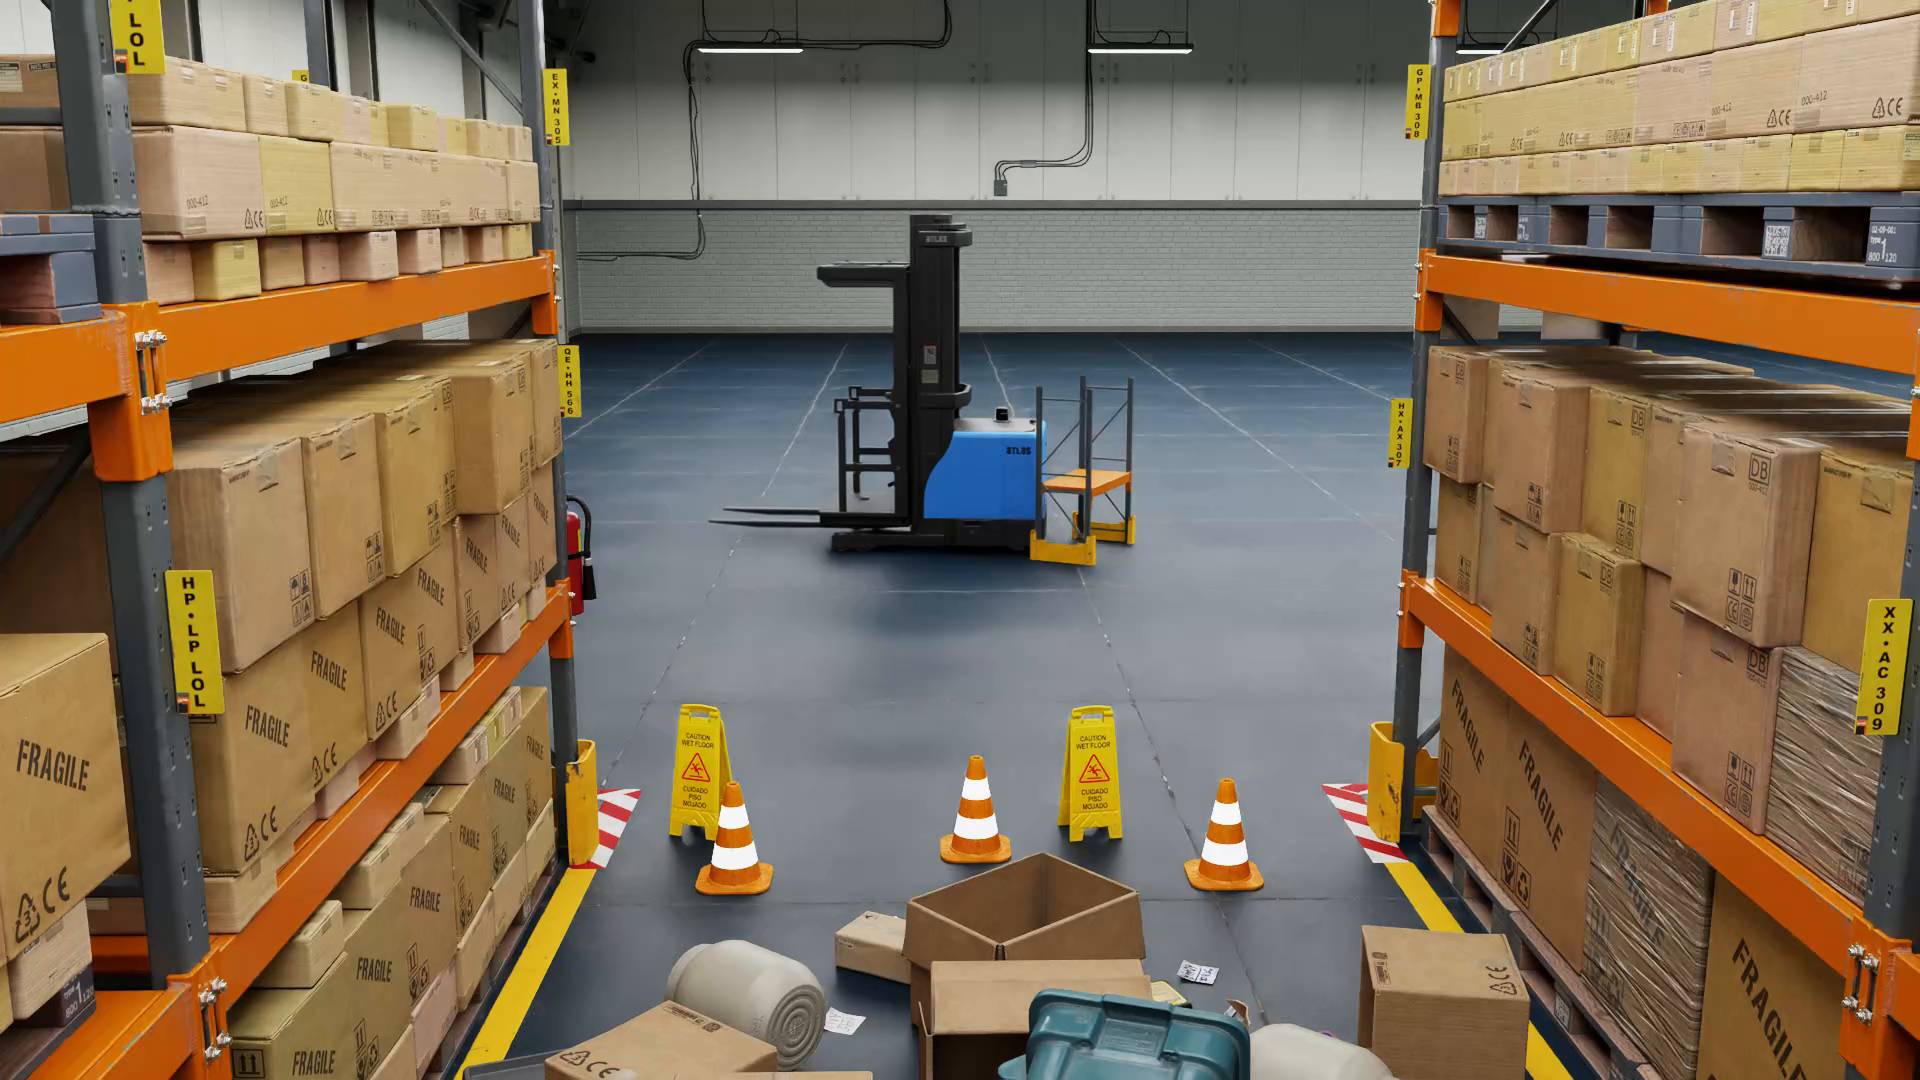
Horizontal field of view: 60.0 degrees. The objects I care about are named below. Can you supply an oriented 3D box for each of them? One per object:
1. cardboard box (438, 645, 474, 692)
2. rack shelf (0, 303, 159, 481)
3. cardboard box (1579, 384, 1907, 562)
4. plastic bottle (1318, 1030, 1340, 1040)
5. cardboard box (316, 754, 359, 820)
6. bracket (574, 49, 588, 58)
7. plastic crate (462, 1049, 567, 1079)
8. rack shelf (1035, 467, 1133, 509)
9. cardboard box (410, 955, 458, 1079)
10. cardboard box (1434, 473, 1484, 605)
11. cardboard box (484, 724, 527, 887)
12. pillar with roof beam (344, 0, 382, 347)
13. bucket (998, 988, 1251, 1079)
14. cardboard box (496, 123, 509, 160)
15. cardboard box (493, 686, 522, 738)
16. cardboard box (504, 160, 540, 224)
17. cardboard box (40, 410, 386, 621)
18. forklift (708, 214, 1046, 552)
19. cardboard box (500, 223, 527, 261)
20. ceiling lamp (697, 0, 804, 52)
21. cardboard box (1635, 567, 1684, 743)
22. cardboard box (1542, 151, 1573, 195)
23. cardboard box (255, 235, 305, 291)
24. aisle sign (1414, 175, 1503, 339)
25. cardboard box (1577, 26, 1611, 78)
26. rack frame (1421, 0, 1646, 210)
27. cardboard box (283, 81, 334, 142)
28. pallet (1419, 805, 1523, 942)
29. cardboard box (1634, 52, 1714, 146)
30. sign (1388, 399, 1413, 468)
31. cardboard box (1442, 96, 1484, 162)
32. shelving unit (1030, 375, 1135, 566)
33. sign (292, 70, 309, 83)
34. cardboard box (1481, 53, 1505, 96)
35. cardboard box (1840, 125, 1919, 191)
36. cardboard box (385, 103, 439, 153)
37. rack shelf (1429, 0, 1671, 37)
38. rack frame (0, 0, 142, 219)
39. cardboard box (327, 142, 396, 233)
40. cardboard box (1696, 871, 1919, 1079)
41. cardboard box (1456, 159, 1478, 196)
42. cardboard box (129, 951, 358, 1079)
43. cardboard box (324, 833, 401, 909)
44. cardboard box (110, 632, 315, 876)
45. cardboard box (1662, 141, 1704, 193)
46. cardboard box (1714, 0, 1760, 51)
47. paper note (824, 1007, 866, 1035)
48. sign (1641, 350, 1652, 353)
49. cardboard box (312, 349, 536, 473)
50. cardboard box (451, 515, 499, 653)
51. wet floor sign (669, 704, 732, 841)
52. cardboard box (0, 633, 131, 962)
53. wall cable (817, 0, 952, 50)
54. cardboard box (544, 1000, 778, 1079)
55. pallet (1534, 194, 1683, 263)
[{"bbox_3d":[-2.009,0.453,6.105,0.380,0.149,0.250,0,11,-2],"label":"cardboard box"},{"bbox_3d":[-2.204,0.078,1.589,1.077,0.370,4.000,0,11,-1],"label":"rack shelf"},{"bbox_3d":[2.709,-0.241,5.802,0.875,0.550,0.500,0,11,-1],"label":"cardboard box"},{"bbox_3d":[1.242,1.845,6.002,0.283,0.061,0.133,-4,12,-21],"label":"plastic bottle"},{"bbox_3d":[-1.994,0.705,4.864,0.380,0.149,0.250,0,11,1],"label":"cardboard box"},{"bbox_3d":[-8.487,-10.940,37.487,0.076,0.066,3.189,0,11,-1],"label":"bracket"},{"bbox_3d":[-1.457,1.913,5.620,0.402,0.080,0.583,-4,12,-21],"label":"plastic crate"},{"bbox_3d":[1.100,-0.463,14.666,0.538,0.185,1.000,5,13,25],"label":"rack shelf"},{"bbox_3d":[-2.023,1.609,5.633,0.500,0.250,0.500,0,11,-2],"label":"cardboard box"},{"bbox_3d":[2.672,-0.038,7.516,0.875,0.550,0.550,0,11,-1],"label":"cardboard box"},{"bbox_3d":[-2.036,1.038,6.560,0.500,0.500,0.500,0,11,1],"label":"cardboard box"},{"bbox_3d":[-4.245,-6.370,24.017,9.100,9.000,0.400,0,11,-1],"label":"pillar with roof beam"},{"bbox_3d":[0.394,1.599,4.235,0.726,0.611,0.620,4,22,18],"label":"bucket"},{"bbox_3d":[-2.058,-1.618,6.763,0.380,0.149,0.250,0,11,0],"label":"cardboard box"},{"bbox_3d":[-1.976,0.690,6.649,0.380,0.149,0.250,0,11,0],"label":"cardboard box"},{"bbox_3d":[-2.048,-1.439,6.885,0.500,0.250,0.500,0,11,-2],"label":"cardboard box"},{"bbox_3d":[-2.026,-0.077,4.572,0.700,0.500,0.500,0,11,-1],"label":"cardboard box"},{"bbox_3d":[-0.738,-1.432,14.935,3.031,2.935,1.130,1,11,4],"label":"forklift"},{"bbox_3d":[-2.003,-1.226,6.834,0.380,0.149,0.250,0,11,-1],"label":"cardboard box"},{"bbox_3d":[-3.968,-10.850,31.418,2.000,3.185,0.800,0,11,-1],"label":"ceiling lamp"},{"bbox_3d":[2.755,0.393,5.390,0.875,0.550,0.550,0,11,-1],"label":"cardboard box"},{"bbox_3d":[2.332,-1.320,5.990,0.380,0.149,0.250,0,11,-2],"label":"cardboard box"},{"bbox_3d":[-2.037,-0.763,4.556,0.380,0.149,0.250,0,11,1],"label":"cardboard box"},{"bbox_3d":[2.318,-1.325,7.698,0.394,0.787,0.004,0,11,-1],"label":"aisle sign"},{"bbox_3d":[2.339,-1.659,5.659,0.380,0.149,0.250,0,11,0],"label":"cardboard box"},{"bbox_3d":[2.619,-2.978,7.297,1.000,3.000,0.127,0,11,-1],"label":"rack frame"},{"bbox_3d":[-1.935,-1.161,4.509,0.380,0.149,0.250,0,11,-2],"label":"cardboard box"},{"bbox_3d":[2.714,1.487,7.389,1.003,0.211,1.213,0,11,-1],"label":"pallet"},{"bbox_3d":[2.417,-1.337,5.072,0.500,0.250,0.500,0,11,-2],"label":"cardboard box"},{"bbox_3d":[2.064,-0.500,7.794,0.100,0.325,0.005,0,11,-1],"label":"sign"},{"bbox_3d":[2.373,-1.738,7.051,0.500,0.250,0.500,0,11,-1],"label":"cardboard box"},{"bbox_3d":[1.097,-0.638,14.622,0.587,1.500,1.083,5,13,25],"label":"shelving unit"},{"bbox_3d":[-2.870,-1.894,7.298,0.100,0.325,0.005,0,11,-1],"label":"sign"},{"bbox_3d":[2.318,-1.862,6.660,0.380,0.149,0.250,0,11,-2],"label":"cardboard box"},{"bbox_3d":[2.375,-0.916,4.000,0.380,0.149,0.250,0,11,-1],"label":"cardboard box"},{"bbox_3d":[-1.960,-1.365,5.514,0.380,0.149,0.250,0,11,0],"label":"cardboard box"},{"bbox_3d":[2.661,-2.032,5.449,1.077,0.370,4.000,0,11,-1],"label":"rack shelf"},{"bbox_3d":[-2.245,-2.143,3.178,1.000,3.000,0.127,0,11,-1],"label":"rack frame"},{"bbox_3d":[-1.998,-1.036,4.895,0.500,0.250,0.500,0,11,-1],"label":"cardboard box"},{"bbox_3d":[2.759,1.467,4.761,0.875,0.875,0.875,0,11,0],"label":"cardboard box"},{"bbox_3d":[2.312,-1.520,6.976,0.380,0.149,0.250,0,11,-1],"label":"cardboard box"},{"bbox_3d":[-1.987,1.453,4.516,0.500,0.500,0.500,0,11,2],"label":"cardboard box"},{"bbox_3d":[-1.942,1.008,5.078,0.380,0.149,0.250,0,11,1],"label":"cardboard box"},{"bbox_3d":[-1.975,0.514,4.172,0.500,0.500,0.500,0,11,-1],"label":"cardboard box"},{"bbox_3d":[2.354,-1.118,4.995,0.380,0.149,0.250,0,11,0],"label":"cardboard box"},{"bbox_3d":[2.361,-1.457,4.660,0.380,0.149,0.250,0,11,0],"label":"cardboard box"},{"bbox_3d":[-0.450,1.812,6.269,0.148,0.019,0.142,4,12,18],"label":"paper note"},{"bbox_3d":[3.162,-0.721,7.752,0.100,0.325,0.005,0,11,-1],"label":"sign"},{"bbox_3d":[-2.096,-0.481,6.563,0.700,0.500,0.500,0,11,-1],"label":"cardboard box"},{"bbox_3d":[-2.028,0.113,6.147,0.500,0.500,0.500,0,11,-1],"label":"cardboard box"},{"bbox_3d":[-1.262,1.114,8.136,0.267,0.644,0.232,4,12,18],"label":"wet floor sign"},{"bbox_3d":[-2.006,0.488,3.246,0.500,0.500,0.500,0,11,-2],"label":"cardboard box"},{"bbox_3d":[-1.737,-12.535,38.073,3.097,2.526,0.112,0,11,-1],"label":"wall cable"},{"bbox_3d":[-0.907,1.803,5.101,0.500,0.500,0.500,9,15,38],"label":"cardboard box"},{"bbox_3d":[2.673,-1.074,5.679,1.003,0.211,1.213,0,11,-1],"label":"pallet"}]
